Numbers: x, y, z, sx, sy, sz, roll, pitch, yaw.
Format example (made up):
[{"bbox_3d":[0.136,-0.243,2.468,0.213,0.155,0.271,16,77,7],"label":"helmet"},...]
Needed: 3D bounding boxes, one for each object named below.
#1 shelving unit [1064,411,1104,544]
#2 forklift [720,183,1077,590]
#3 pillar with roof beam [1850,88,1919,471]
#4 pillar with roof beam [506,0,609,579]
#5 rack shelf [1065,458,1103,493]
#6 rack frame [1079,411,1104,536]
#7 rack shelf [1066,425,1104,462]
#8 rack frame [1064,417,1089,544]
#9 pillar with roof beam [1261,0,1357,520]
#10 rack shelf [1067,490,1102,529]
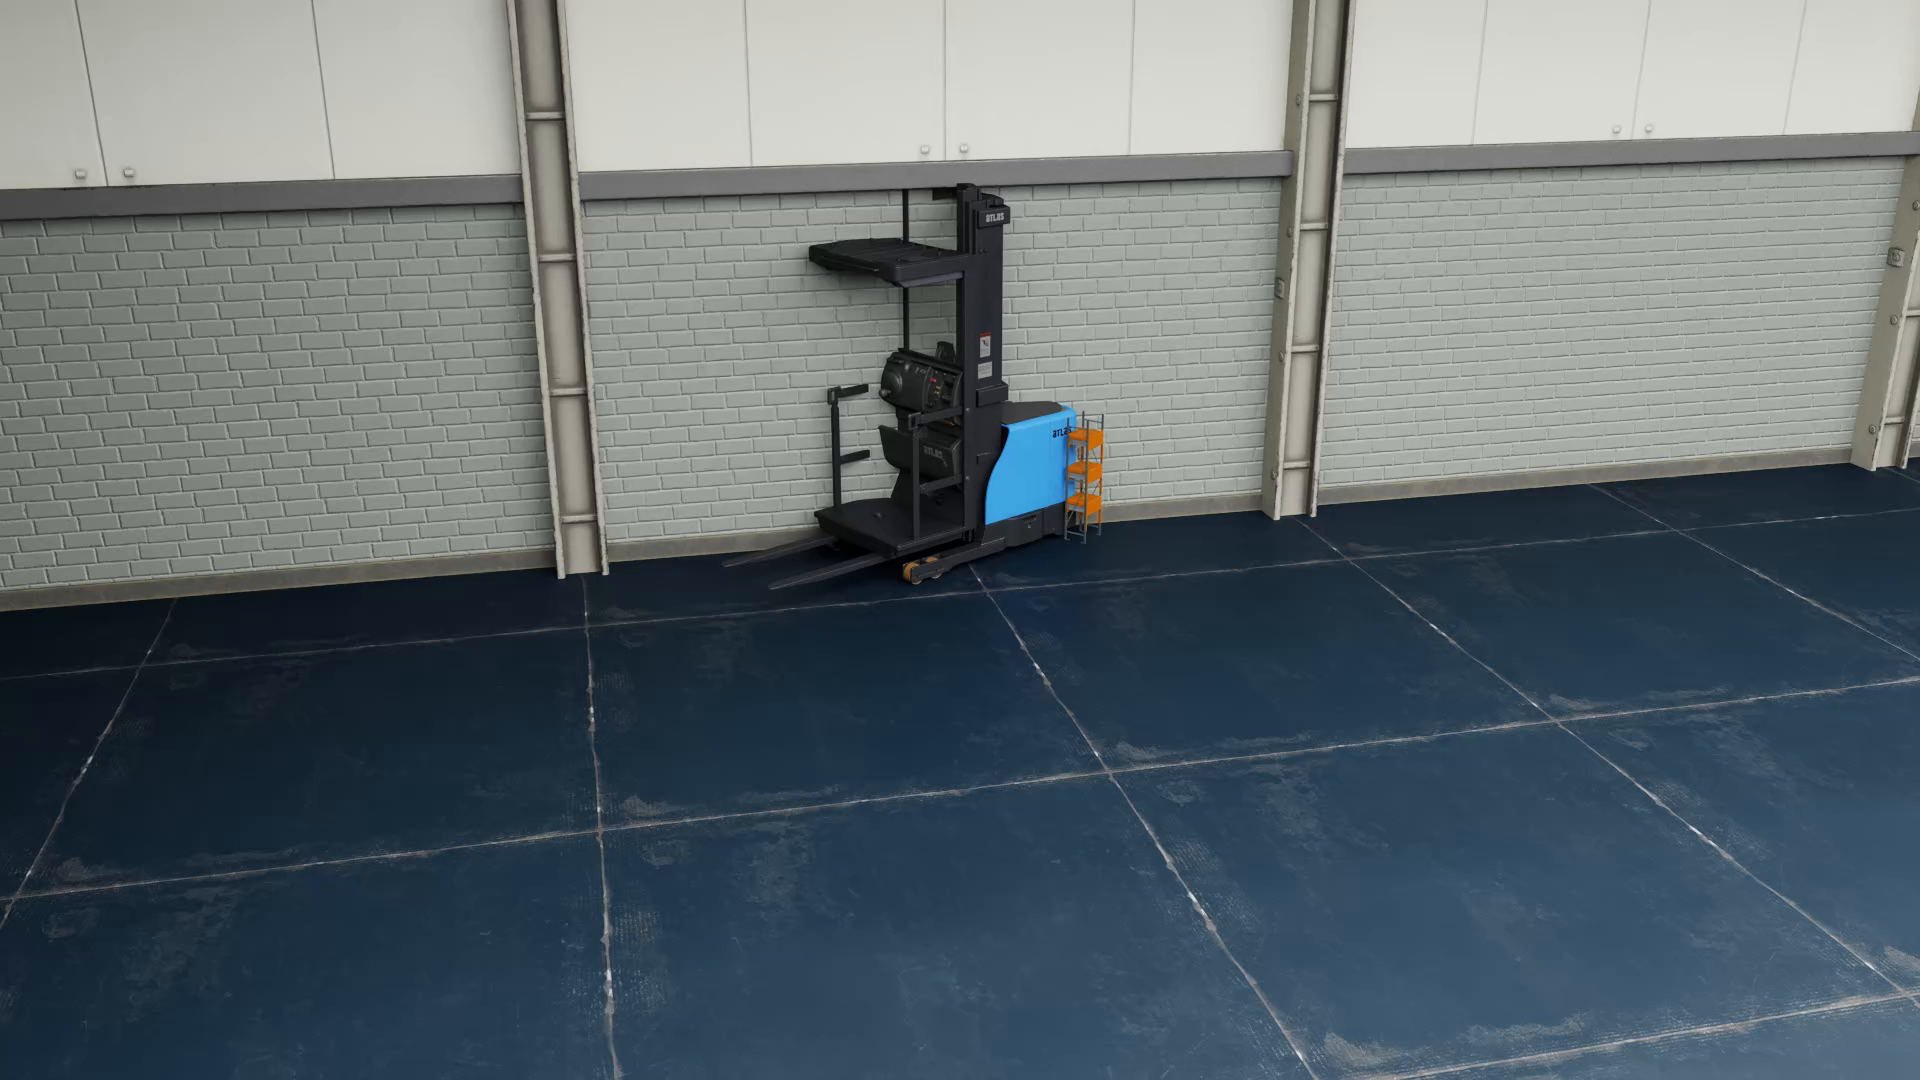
[{"bbox_3d":[1.021,-0.515,13.695,0.215,1.050,0.252,13,24,32],"label":"shelving unit"},{"bbox_3d":[-0.470,-1.235,12.925,3.031,2.935,1.130,-17,26,-38],"label":"forklift"},{"bbox_3d":[9.683,-3.499,10.283,0.400,9.000,9.100,-5,21,-12],"label":"pillar with roof beam"},{"bbox_3d":[-1.995,-2.549,7.690,0.400,9.000,9.100,-5,21,-12],"label":"pillar with roof beam"},{"bbox_3d":[1.021,-0.505,13.698,0.215,0.259,0.240,13,24,32],"label":"rack shelf"},{"bbox_3d":[1.090,-0.550,13.789,0.200,1.050,0.008,13,24,32],"label":"rack frame"},{"bbox_3d":[1.021,-0.772,13.601,0.215,0.259,0.240,13,24,32],"label":"rack shelf"},{"bbox_3d":[0.953,-0.480,13.600,0.200,1.050,0.008,13,24,32],"label":"rack frame"},{"bbox_3d":[3.844,-3.024,8.987,0.400,9.000,9.100,-5,21,-12],"label":"pillar with roof beam"},{"bbox_3d":[1.021,-0.244,13.794,0.215,0.259,0.240,13,24,32],"label":"rack shelf"}]
